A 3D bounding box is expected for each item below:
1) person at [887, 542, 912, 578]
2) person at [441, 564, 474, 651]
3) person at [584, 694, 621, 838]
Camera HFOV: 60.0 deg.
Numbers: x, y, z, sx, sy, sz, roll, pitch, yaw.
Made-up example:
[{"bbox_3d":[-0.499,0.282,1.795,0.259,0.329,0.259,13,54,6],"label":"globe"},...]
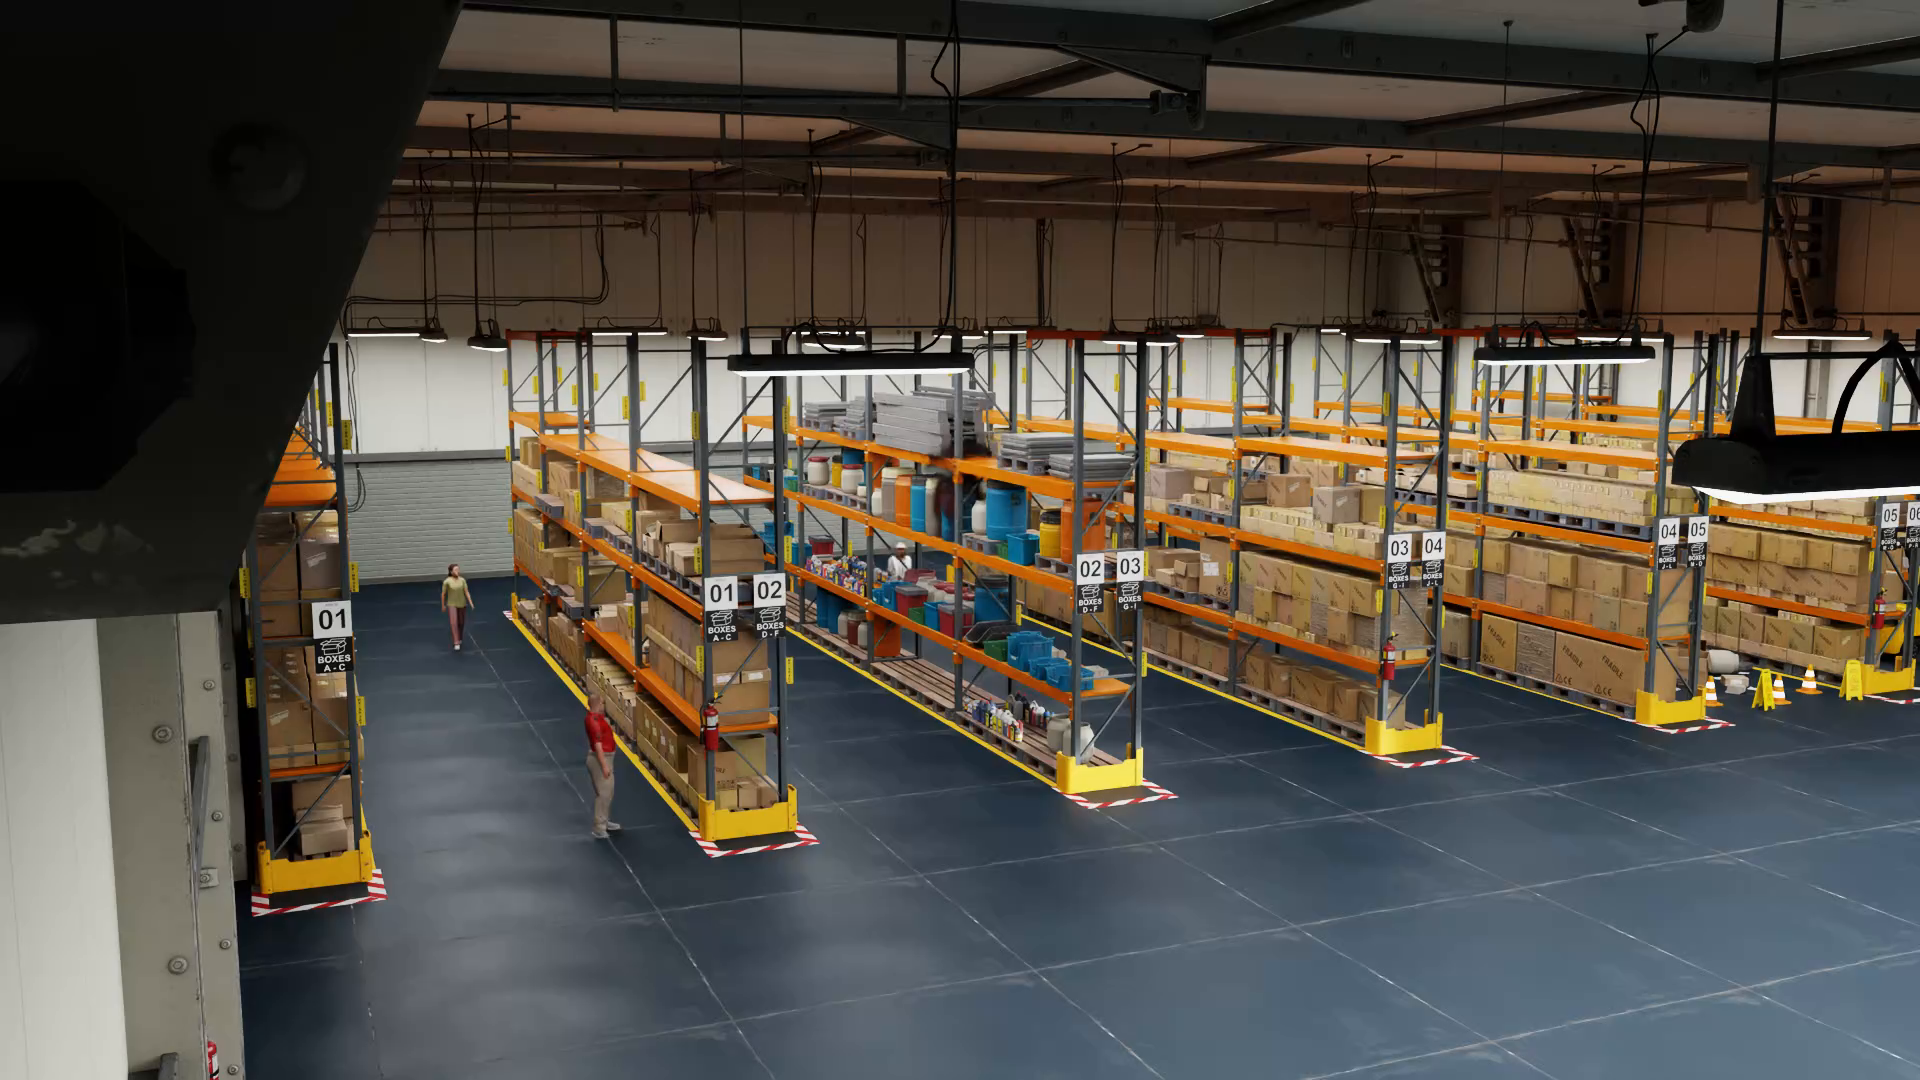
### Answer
[{"bbox_3d":[-1.141,0.902,33.436,0.628,1.713,1.074,-4,9,-28],"label":"person"},{"bbox_3d":[-9.500,1.246,31.434,0.564,1.613,1.039,-4,9,-25],"label":"person"},{"bbox_3d":[-4.396,2.768,20.374,0.414,1.803,0.631,-1,8,-4],"label":"person"}]
